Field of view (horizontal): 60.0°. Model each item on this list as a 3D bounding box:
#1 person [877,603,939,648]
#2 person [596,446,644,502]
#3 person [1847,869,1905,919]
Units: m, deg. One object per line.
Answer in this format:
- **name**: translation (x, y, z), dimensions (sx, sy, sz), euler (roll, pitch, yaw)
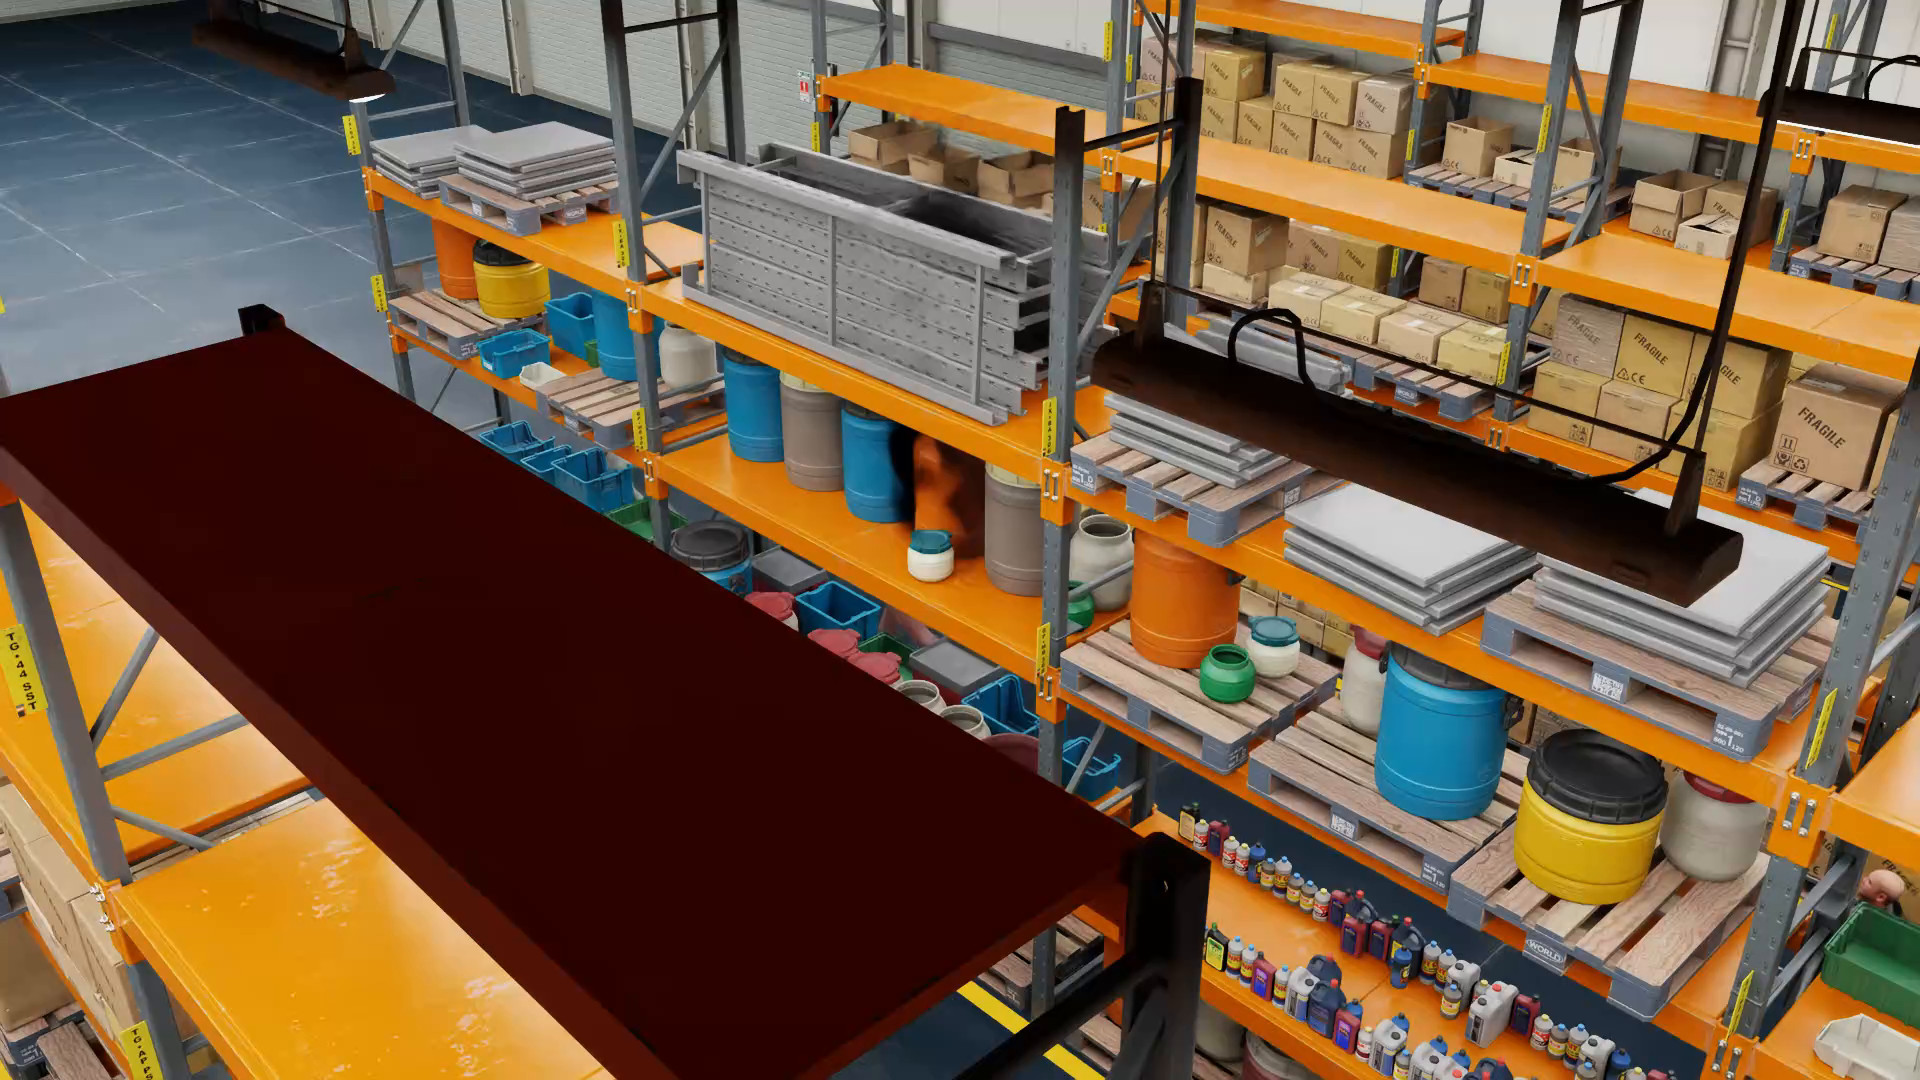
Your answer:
- **person**: translation (-0.482, 0.310, 14.462), dimensions (0.969, 1.655, 0.574), euler (18, 33, 30)
- **person**: translation (-3.411, -0.784, 16.600), dimensions (0.508, 1.625, 0.597), euler (18, 33, 30)
- **person**: translation (5.421, 2.682, 10.105), dimensions (0.585, 1.683, 0.660), euler (18, 33, 30)
